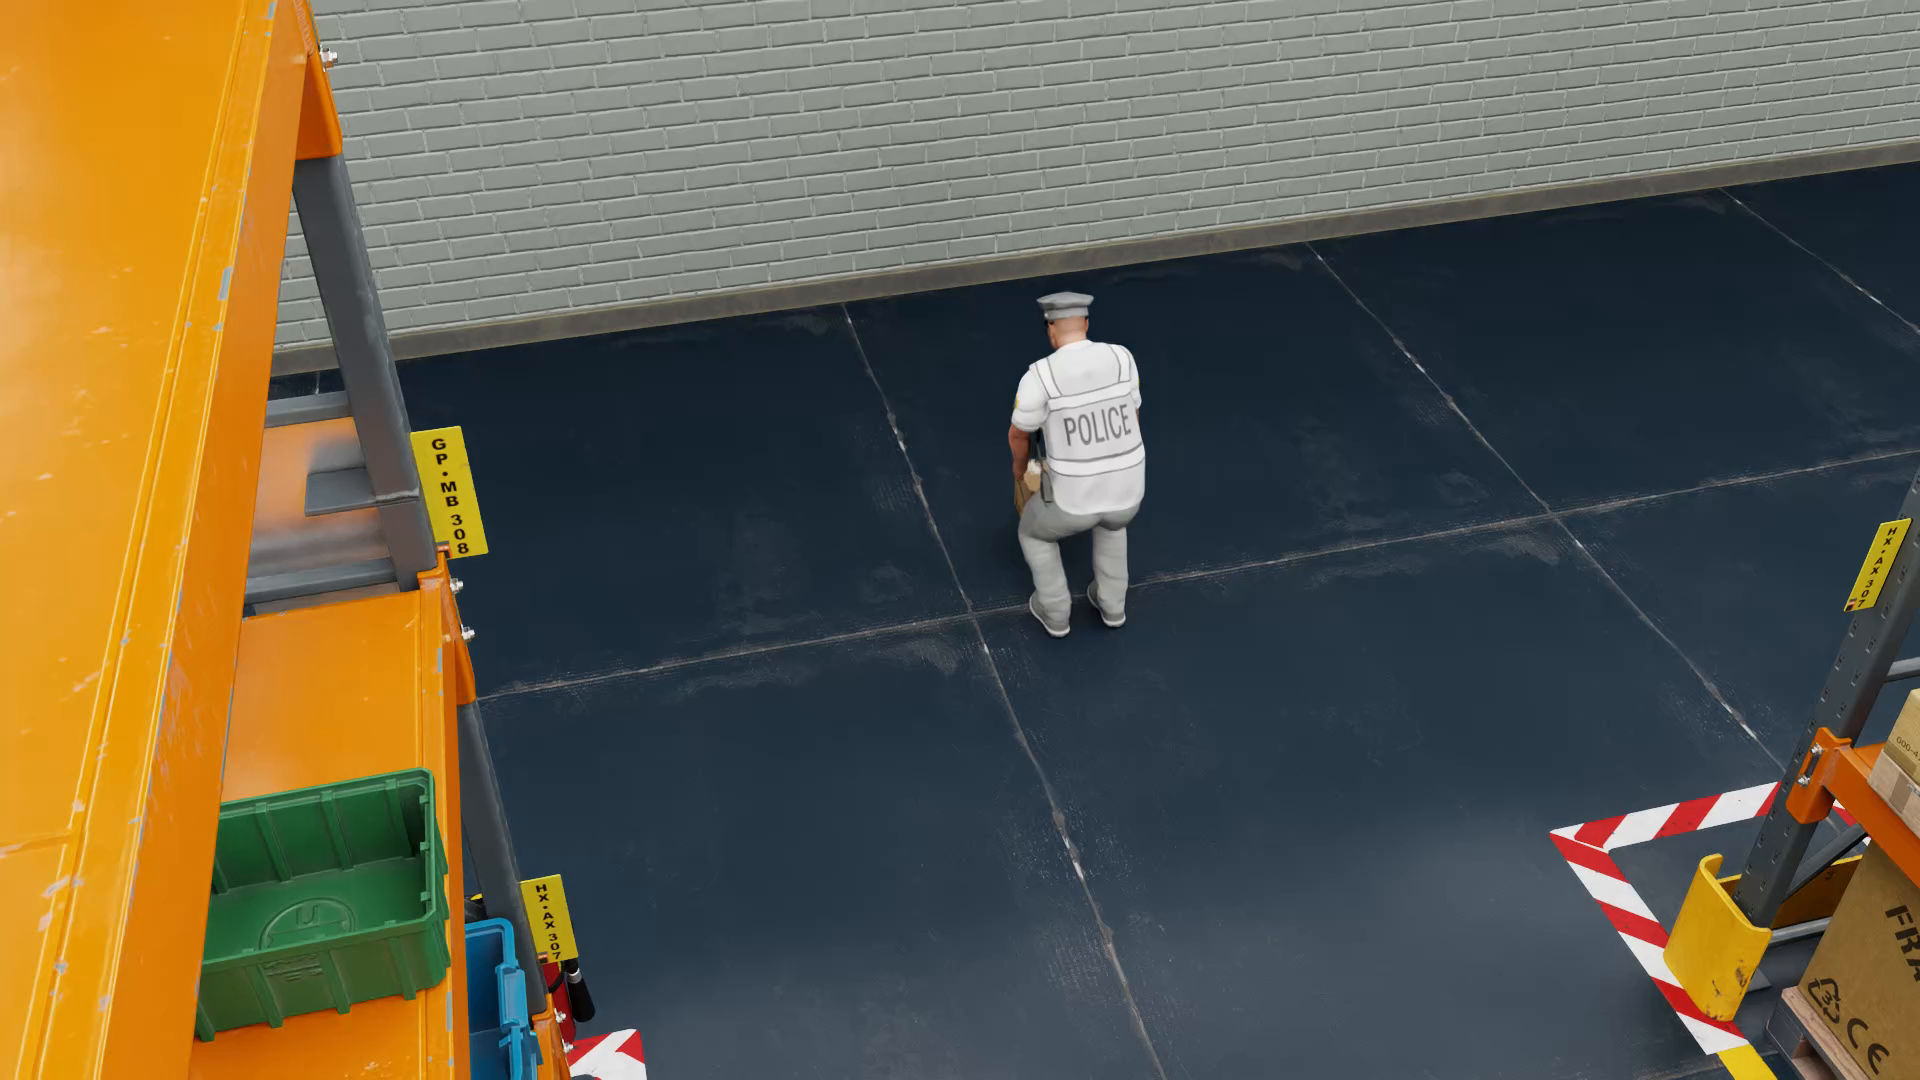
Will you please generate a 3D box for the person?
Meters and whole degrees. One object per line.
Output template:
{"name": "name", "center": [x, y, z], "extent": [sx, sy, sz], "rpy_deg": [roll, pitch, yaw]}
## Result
{"name": "person", "center": [0.501, -0.295, 7.245], "extent": [0.584, 1.572, 0.682], "rpy_deg": [-9, 39, -11]}
